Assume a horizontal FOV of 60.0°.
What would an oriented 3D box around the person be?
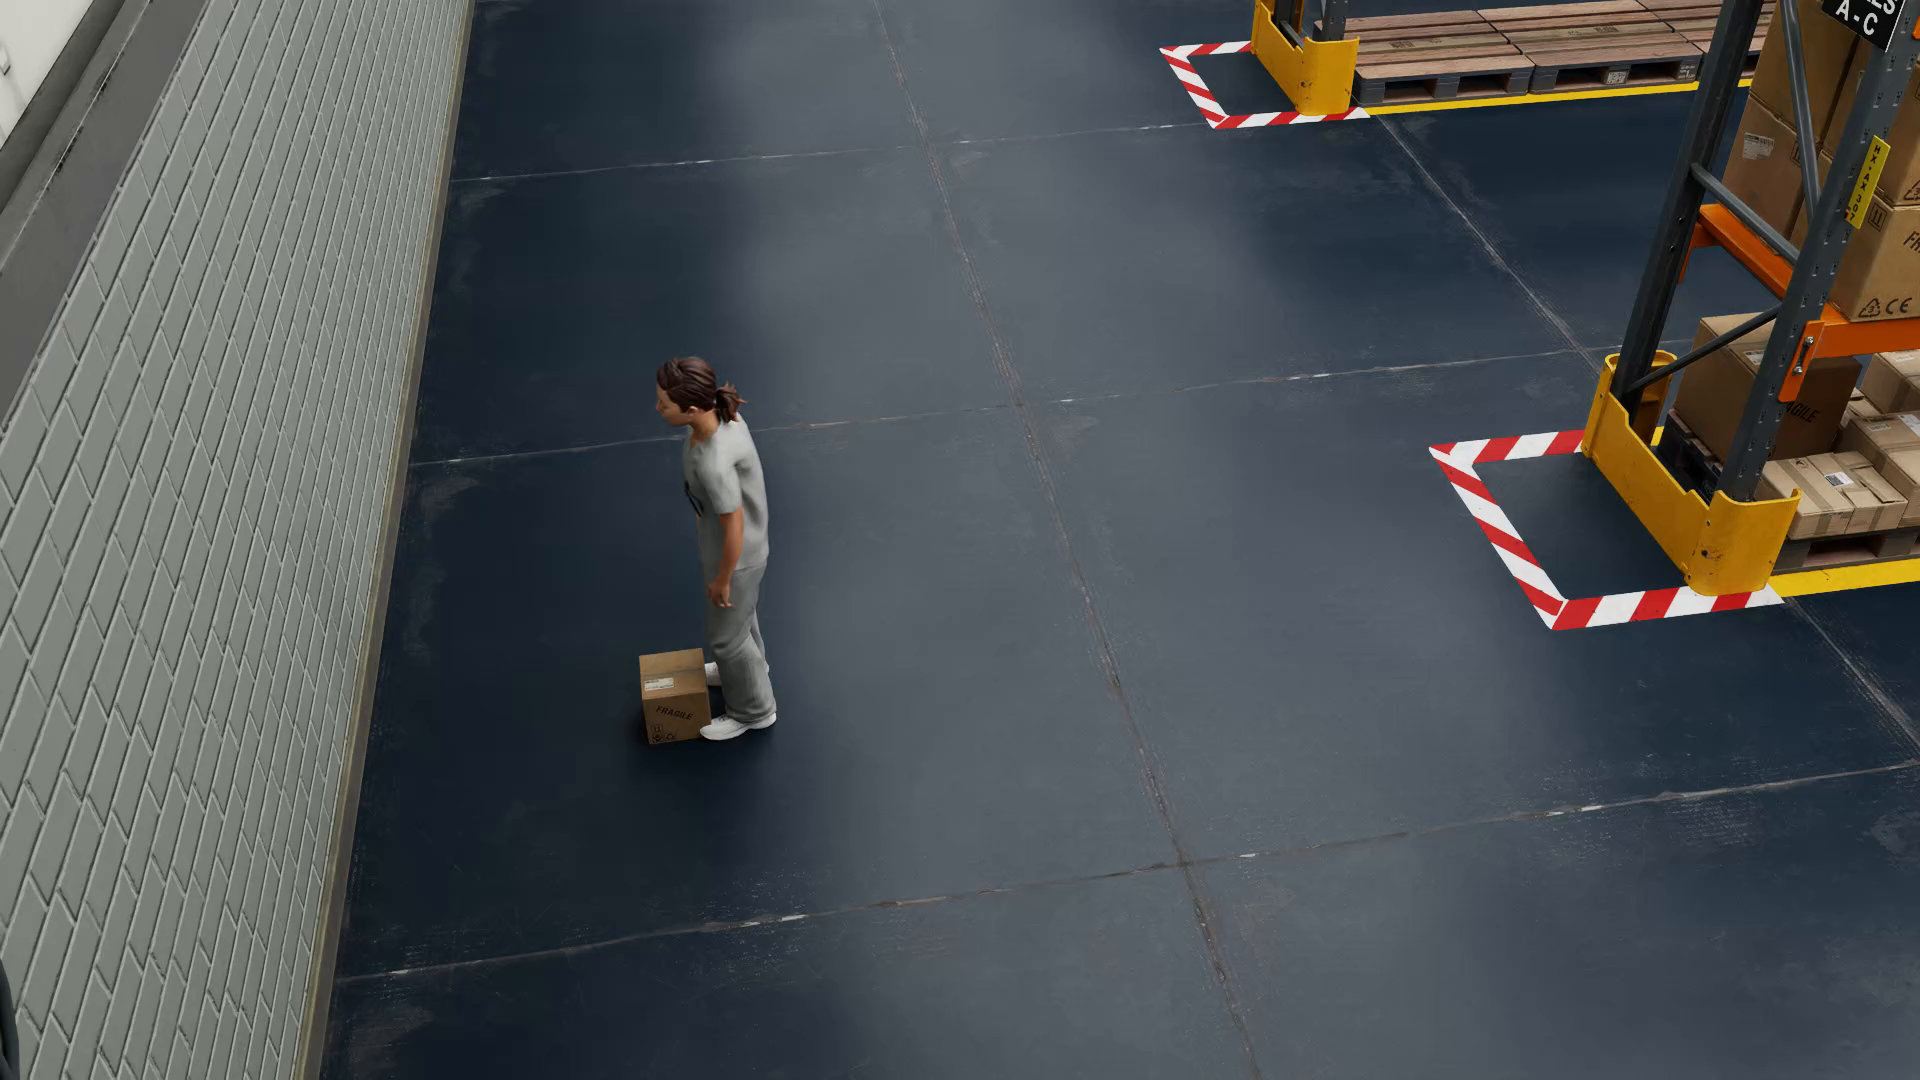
[{"bbox_3d":[-0.873,0.027,6.121,0.351,1.672,0.502,-7,39,-9],"label":"person"}]
